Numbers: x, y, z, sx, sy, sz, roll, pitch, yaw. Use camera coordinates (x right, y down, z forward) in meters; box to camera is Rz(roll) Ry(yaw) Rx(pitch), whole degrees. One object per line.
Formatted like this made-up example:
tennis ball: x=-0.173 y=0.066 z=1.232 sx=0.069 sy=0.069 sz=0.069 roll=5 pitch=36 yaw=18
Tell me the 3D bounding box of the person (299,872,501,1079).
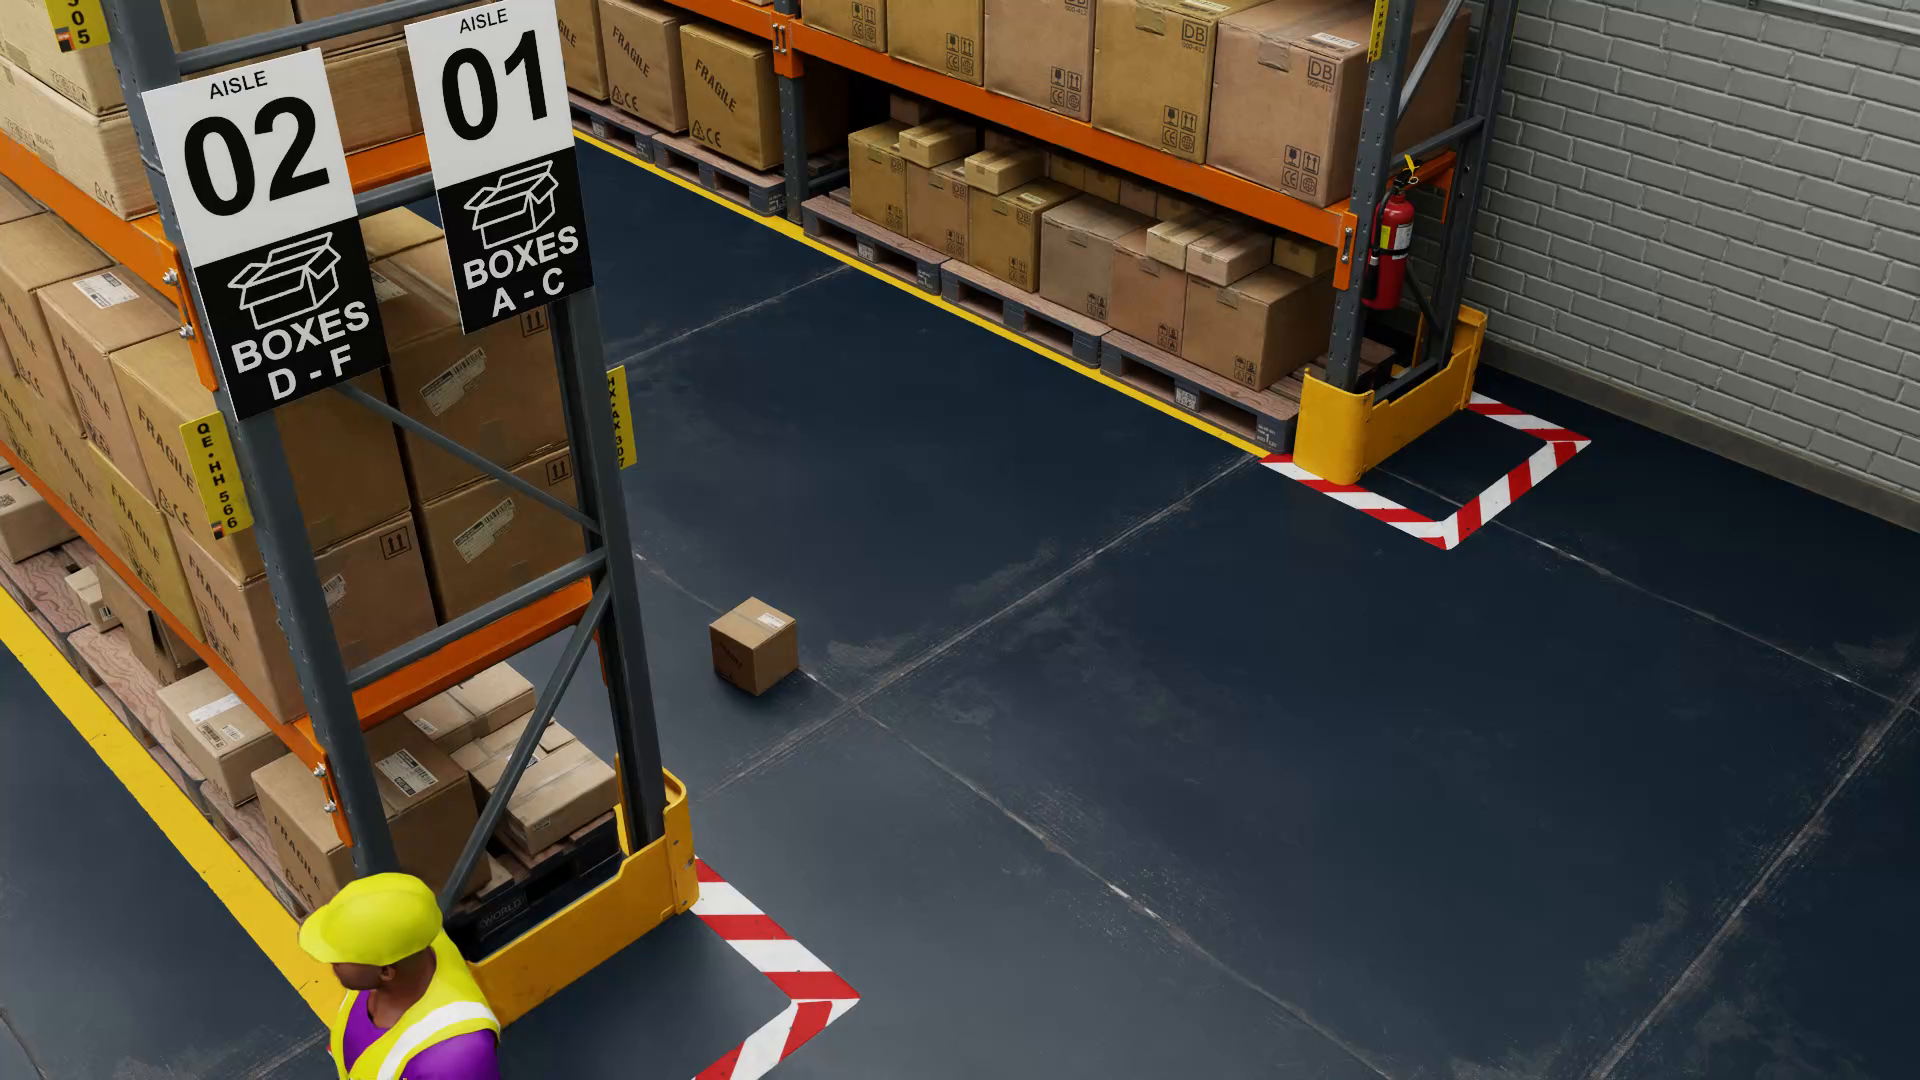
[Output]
person: x=-1.286 y=1.484 z=3.986 sx=0.450 sy=1.766 sz=0.613 roll=-20 pitch=40 yaw=-26
